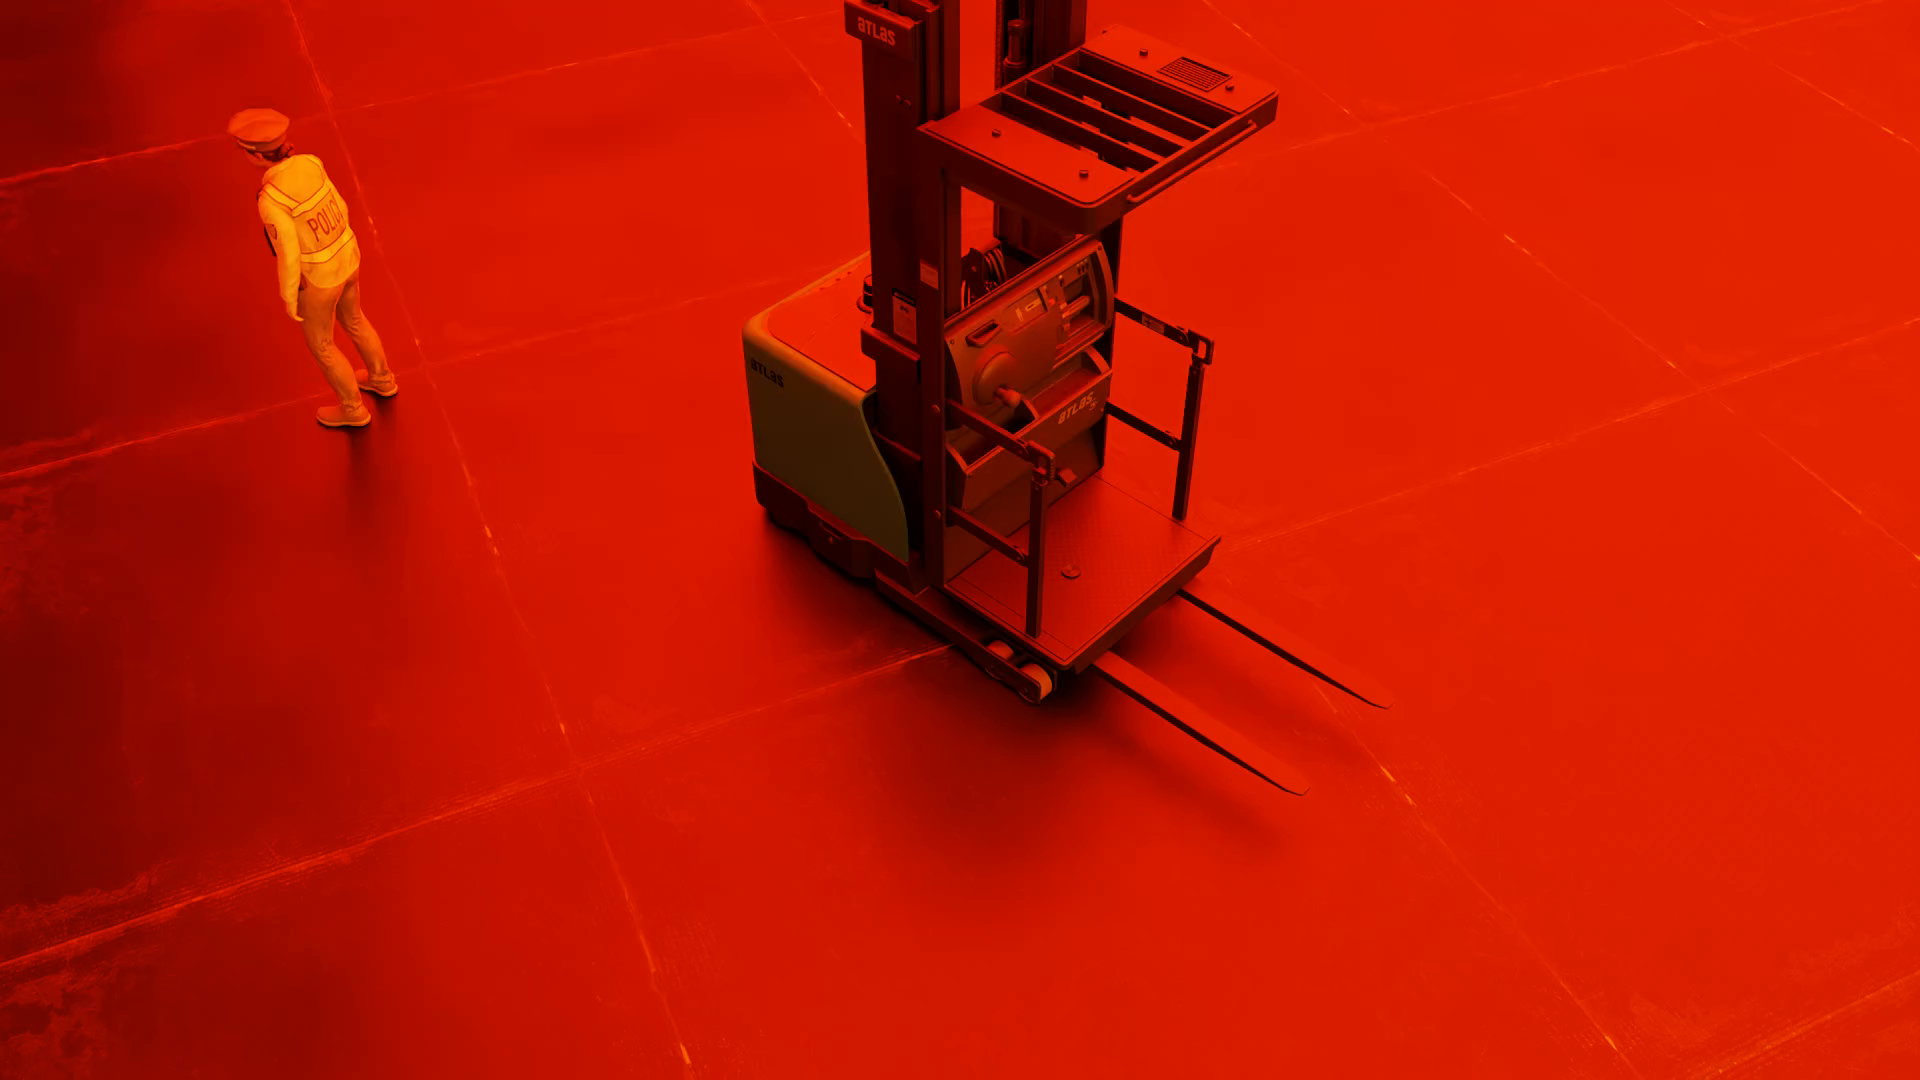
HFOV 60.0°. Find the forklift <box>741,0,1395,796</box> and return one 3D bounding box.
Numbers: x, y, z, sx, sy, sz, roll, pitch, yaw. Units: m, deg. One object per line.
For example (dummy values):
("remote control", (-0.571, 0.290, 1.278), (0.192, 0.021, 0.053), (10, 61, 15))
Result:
("forklift", (0.445, -0.788, 6.525), (3.031, 2.935, 1.130), (32, 52, 30))

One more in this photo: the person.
("person", (-3.079, -1.279, 7.982), (0.374, 1.662, 0.540), (11, 44, 12))
